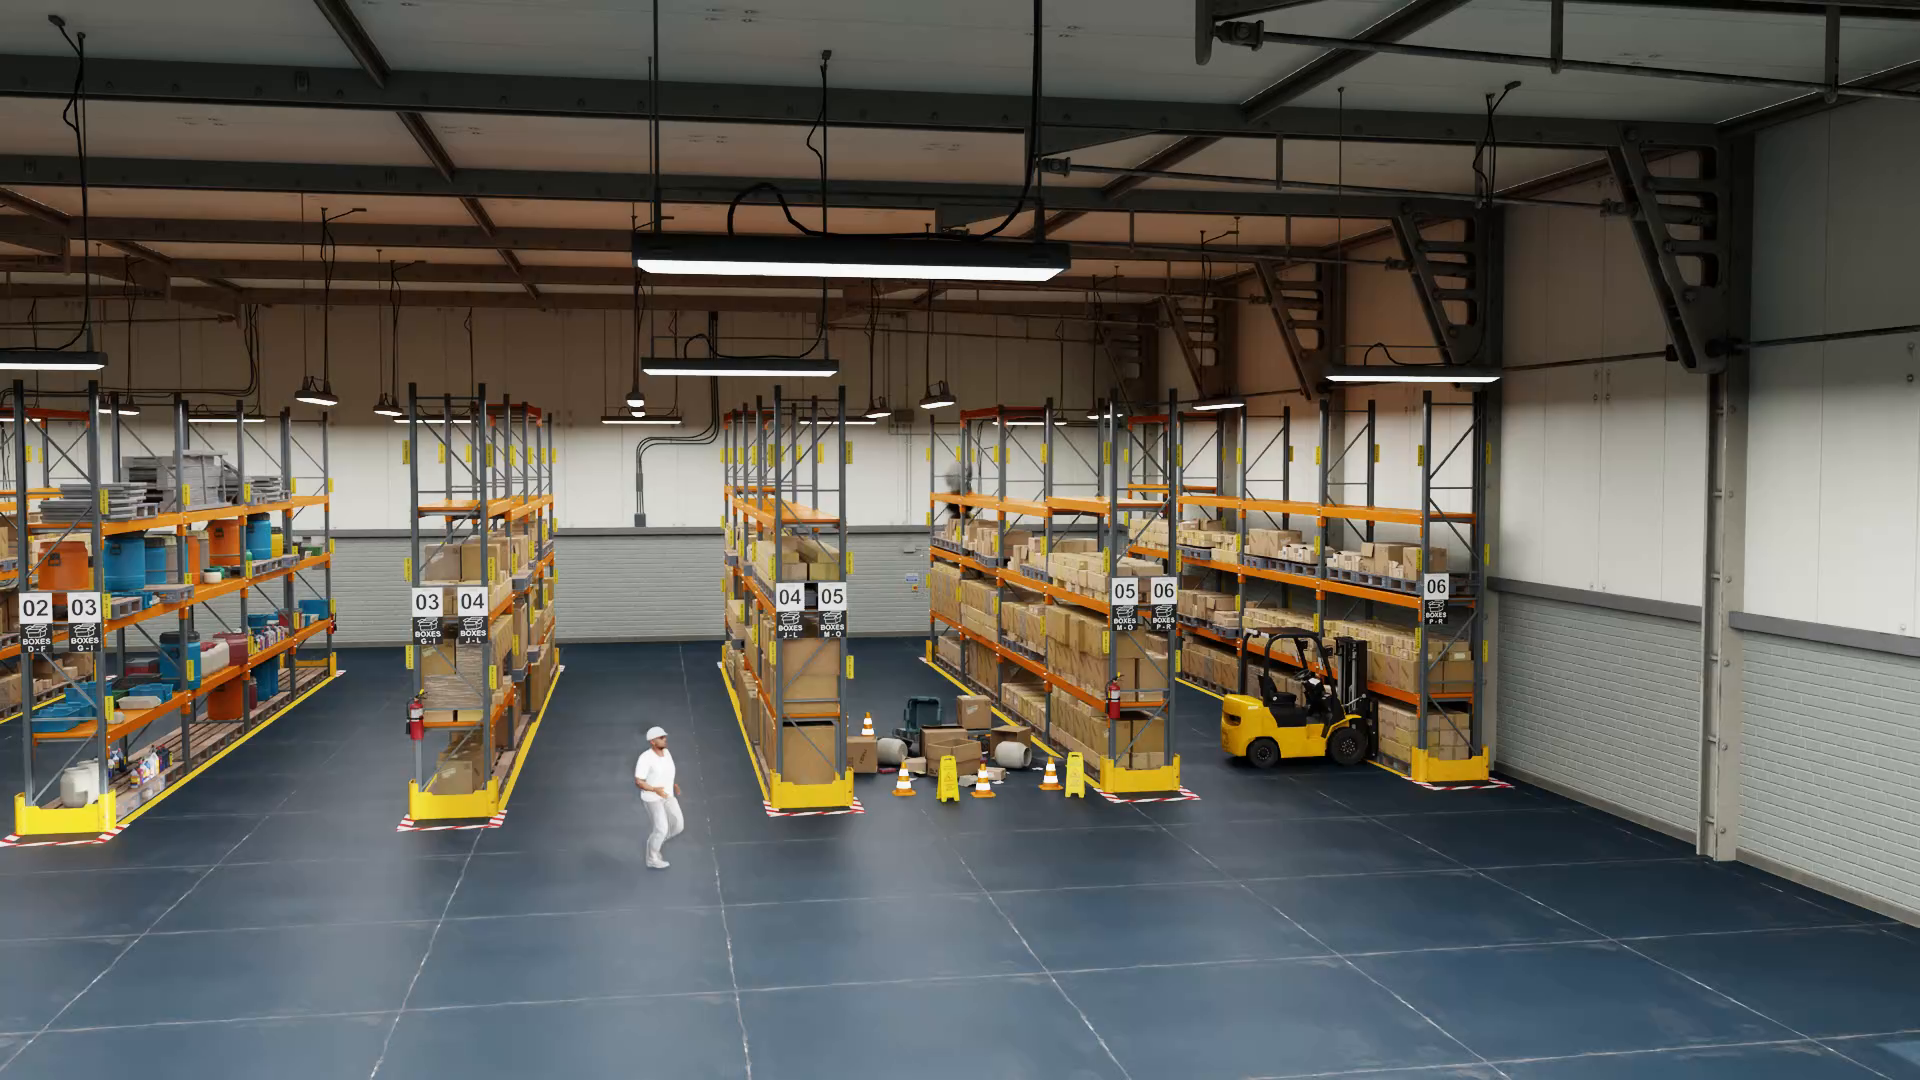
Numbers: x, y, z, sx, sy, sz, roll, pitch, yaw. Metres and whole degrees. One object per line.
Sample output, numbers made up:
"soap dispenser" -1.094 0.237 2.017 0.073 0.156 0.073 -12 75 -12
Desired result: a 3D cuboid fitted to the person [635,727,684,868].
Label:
"person" -3.604 3.113 20.107 0.537 1.721 0.674 2 3 28
